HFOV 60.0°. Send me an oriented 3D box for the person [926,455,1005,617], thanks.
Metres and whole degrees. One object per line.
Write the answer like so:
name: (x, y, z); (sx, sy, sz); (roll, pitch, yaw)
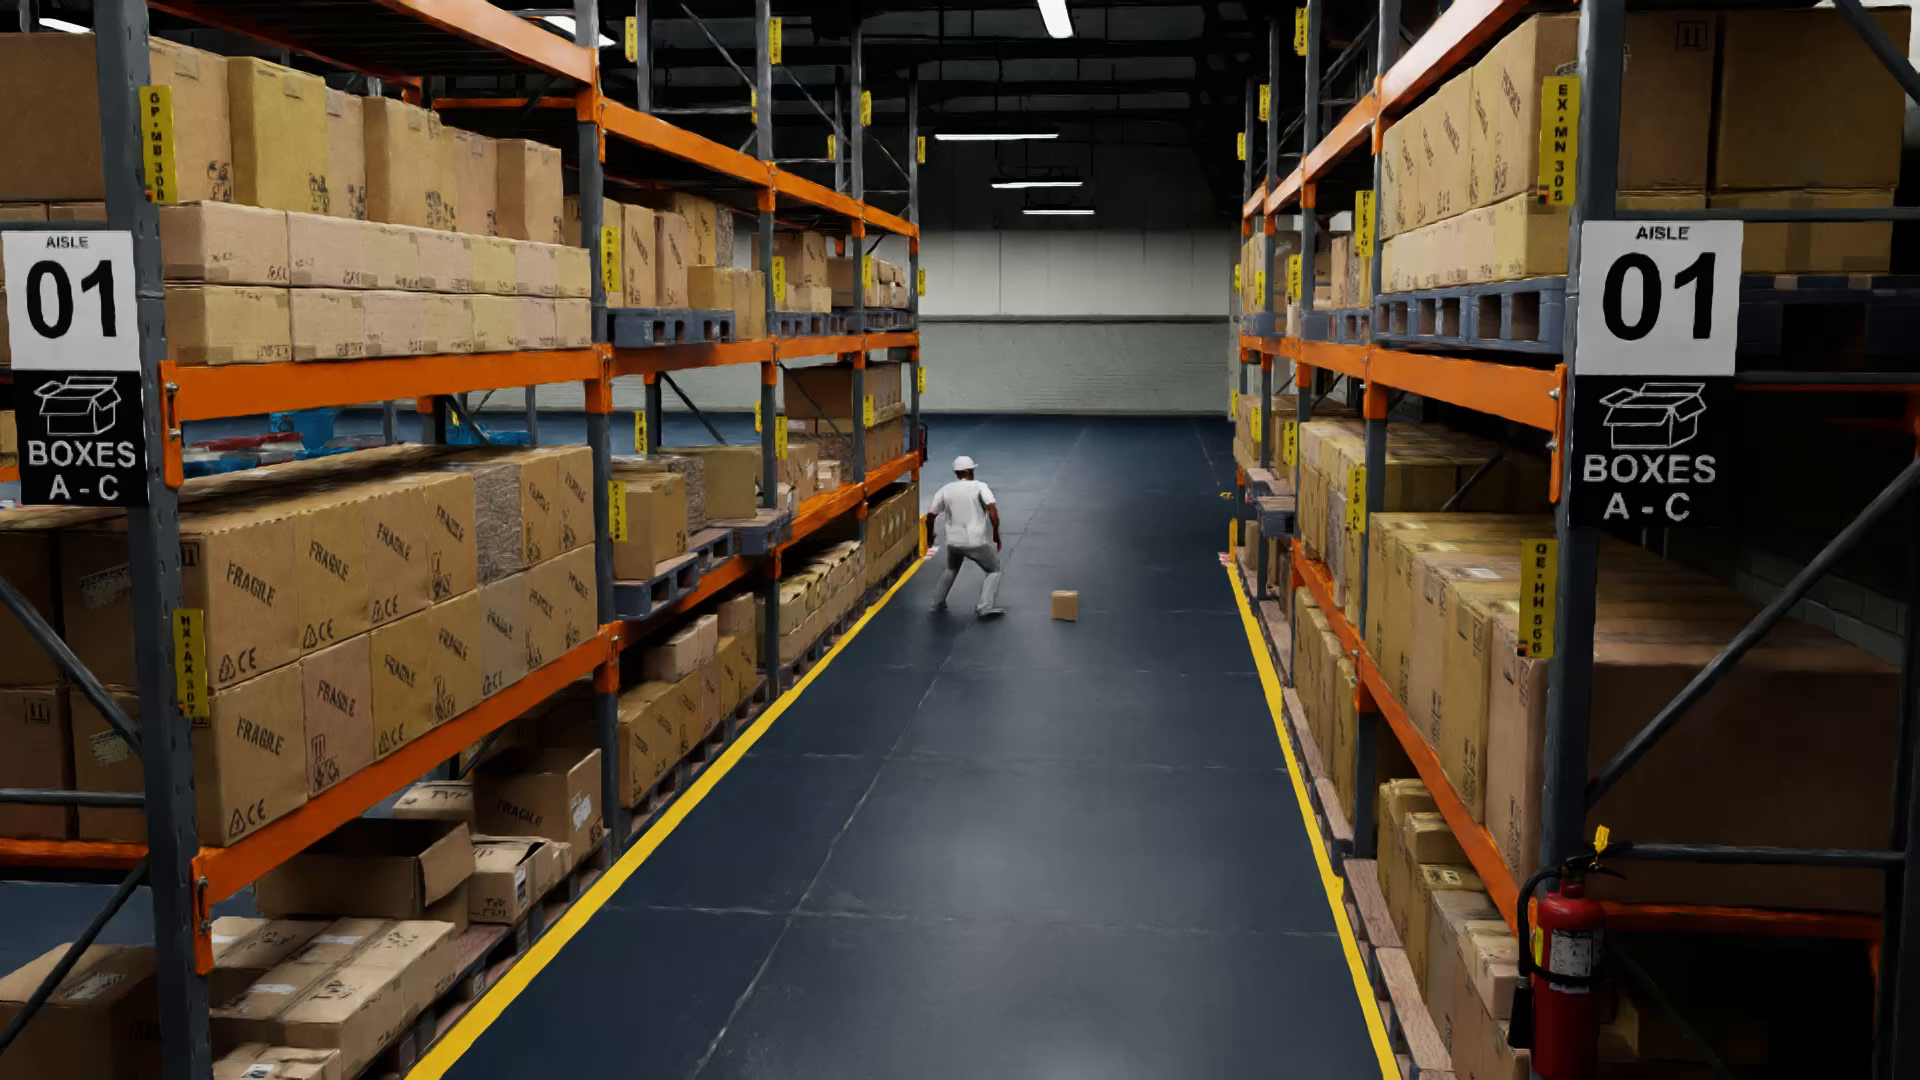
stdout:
person: (0.057, -0.041, 16.639); (0.897, 1.614, 0.537); (4, 9, 29)
